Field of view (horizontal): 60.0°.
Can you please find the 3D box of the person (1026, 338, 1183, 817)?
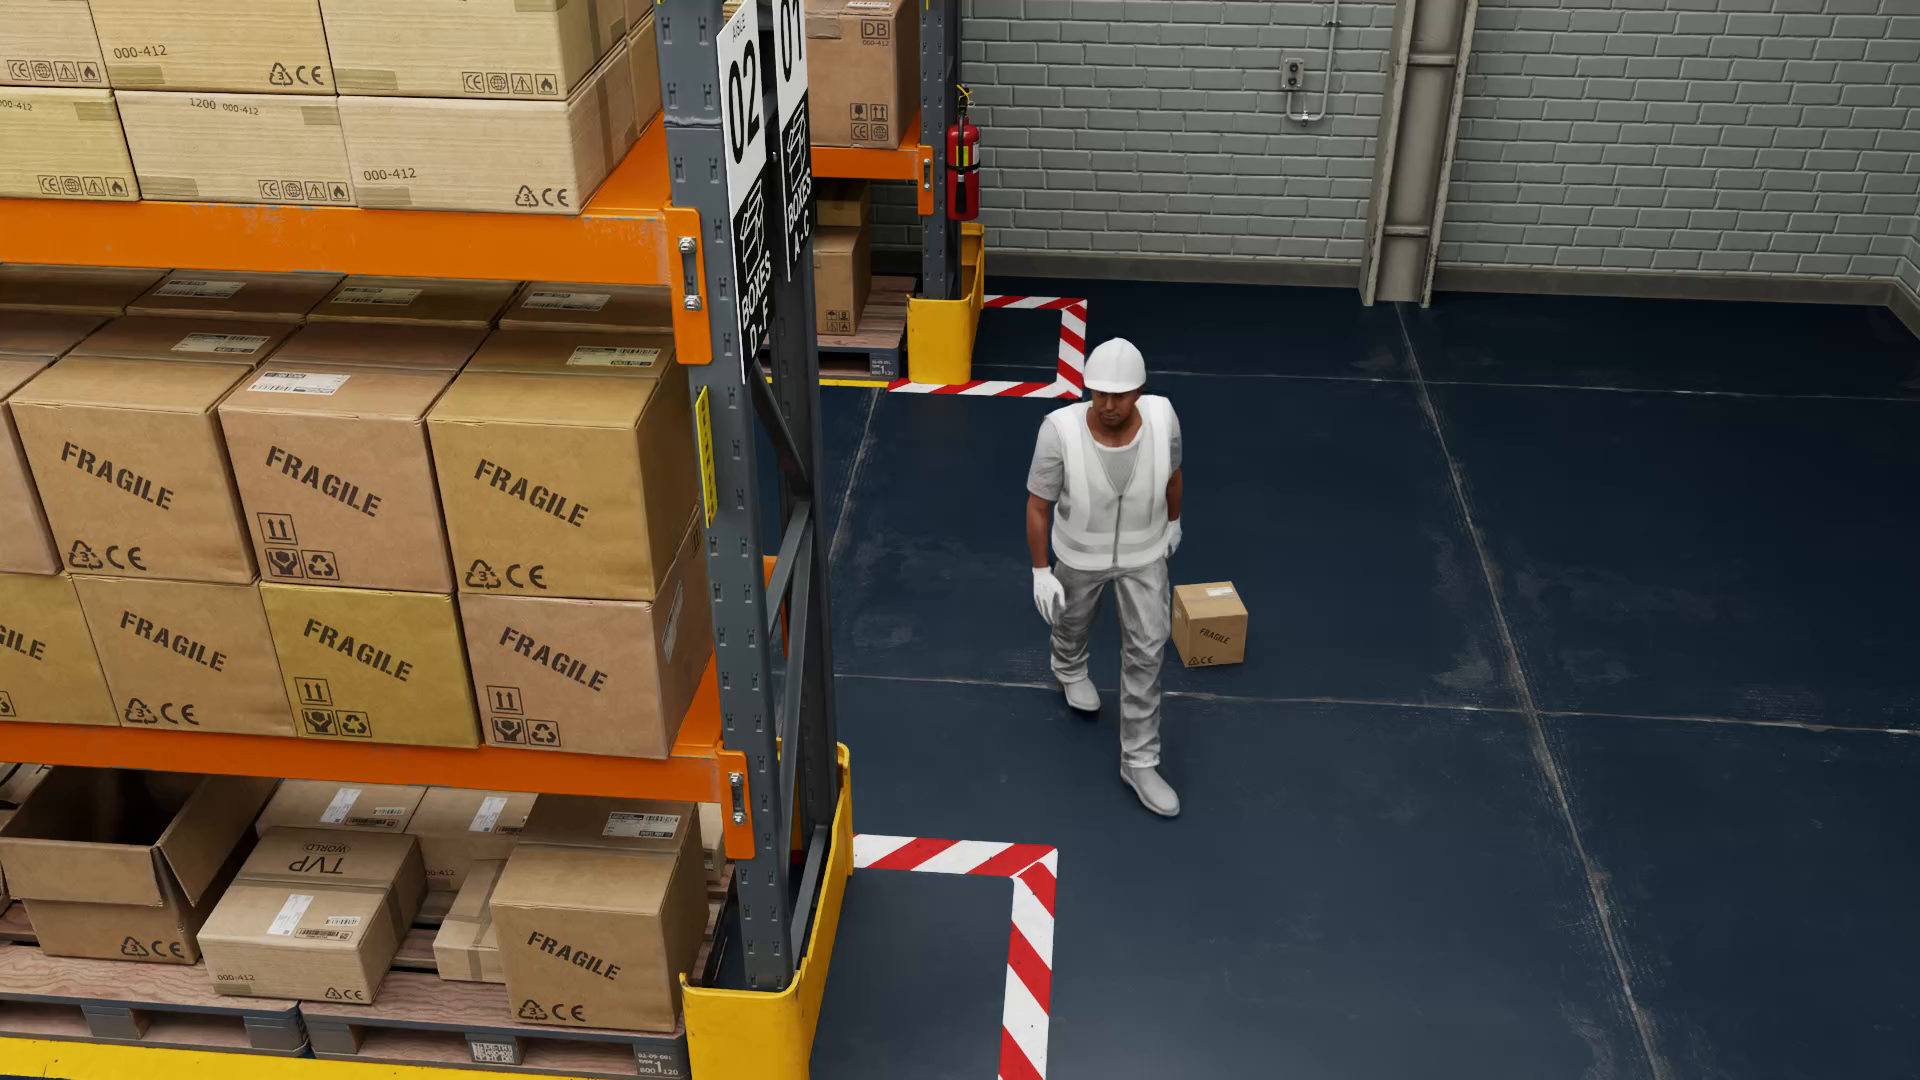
[{"bbox_3d":[0.535,0.053,6.022,0.609,1.744,0.892,-1,32,-2],"label":"person"}]
